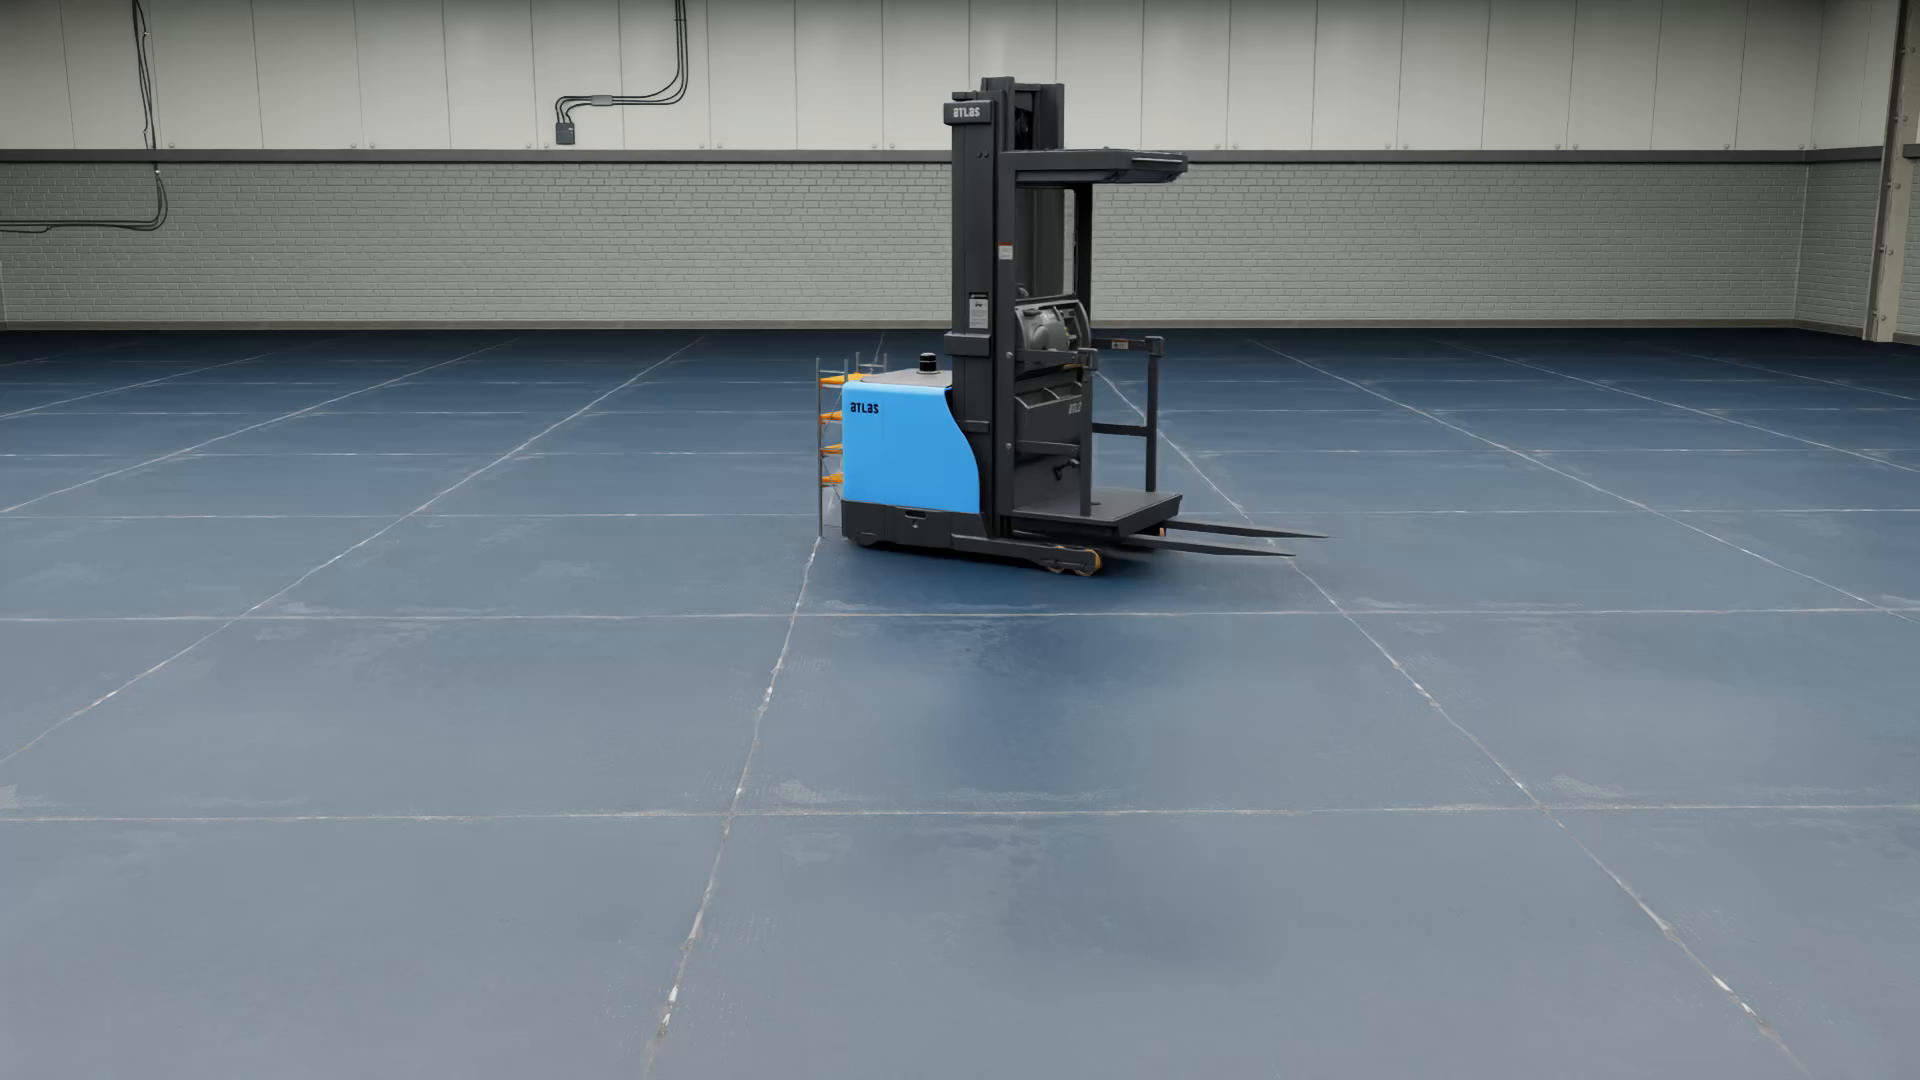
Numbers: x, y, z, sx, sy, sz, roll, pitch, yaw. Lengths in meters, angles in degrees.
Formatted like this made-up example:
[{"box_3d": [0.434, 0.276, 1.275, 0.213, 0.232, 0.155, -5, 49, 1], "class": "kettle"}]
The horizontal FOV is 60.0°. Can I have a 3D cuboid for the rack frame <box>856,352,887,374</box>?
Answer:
[{"box_3d": [-0.602, -0.682, 11.402, 0.240, 1.200, 0.015, 6, 13, 28], "class": "rack frame"}]

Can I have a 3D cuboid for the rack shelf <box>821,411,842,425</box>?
[{"box_3d": [-0.720, -0.793, 11.162, 0.258, 0.148, 0.480, 6, 13, 28], "class": "rack shelf"}]

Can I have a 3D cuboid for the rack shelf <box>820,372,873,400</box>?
[{"box_3d": [-0.720, -1.025, 11.115, 0.258, 0.148, 0.480, 6, 13, 28], "class": "rack shelf"}]

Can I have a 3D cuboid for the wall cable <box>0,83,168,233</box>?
[{"box_3d": [-15.323, -6.584, 28.690, 3.097, 2.526, 0.112, 0, 11, -1], "class": "wall cable"}]

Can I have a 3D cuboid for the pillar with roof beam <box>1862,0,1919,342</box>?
[{"box_3d": [10.605, -7.627, 26.019, 9.100, 9.000, 0.400, 0, 11, -1], "class": "pillar with roof beam"}]

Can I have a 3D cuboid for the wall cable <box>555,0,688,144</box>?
[{"box_3d": [-5.832, -9.808, 28.220, 2.305, 6.003, 0.169, 0, 11, -1], "class": "wall cable"}]

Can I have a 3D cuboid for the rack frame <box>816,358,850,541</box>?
[{"box_3d": [-0.838, -0.597, 10.984, 0.240, 1.200, 0.015, 6, 13, 28], "class": "rack frame"}]

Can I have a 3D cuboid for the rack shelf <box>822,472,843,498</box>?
[{"box_3d": [-0.720, -0.379, 11.246, 0.258, 0.148, 0.480, 6, 13, 28], "class": "rack shelf"}]

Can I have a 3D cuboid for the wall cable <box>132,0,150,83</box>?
[{"box_3d": [-12.619, -9.070, 28.243, 3.097, 2.526, 0.112, 0, 11, -1], "class": "wall cable"}]

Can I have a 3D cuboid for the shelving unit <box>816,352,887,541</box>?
[{"box_3d": [-0.720, -0.639, 11.193, 0.258, 1.200, 0.503, 6, 13, 28], "class": "shelving unit"}]

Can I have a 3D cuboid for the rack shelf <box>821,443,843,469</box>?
[{"box_3d": [-0.720, -0.573, 11.207, 0.258, 0.148, 0.480, 6, 13, 28], "class": "rack shelf"}]

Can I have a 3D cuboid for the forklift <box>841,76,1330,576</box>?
[{"box_3d": [0.762, -1.339, 10.286, 3.031, 2.935, 1.130, 6, 13, 29], "class": "forklift"}]
